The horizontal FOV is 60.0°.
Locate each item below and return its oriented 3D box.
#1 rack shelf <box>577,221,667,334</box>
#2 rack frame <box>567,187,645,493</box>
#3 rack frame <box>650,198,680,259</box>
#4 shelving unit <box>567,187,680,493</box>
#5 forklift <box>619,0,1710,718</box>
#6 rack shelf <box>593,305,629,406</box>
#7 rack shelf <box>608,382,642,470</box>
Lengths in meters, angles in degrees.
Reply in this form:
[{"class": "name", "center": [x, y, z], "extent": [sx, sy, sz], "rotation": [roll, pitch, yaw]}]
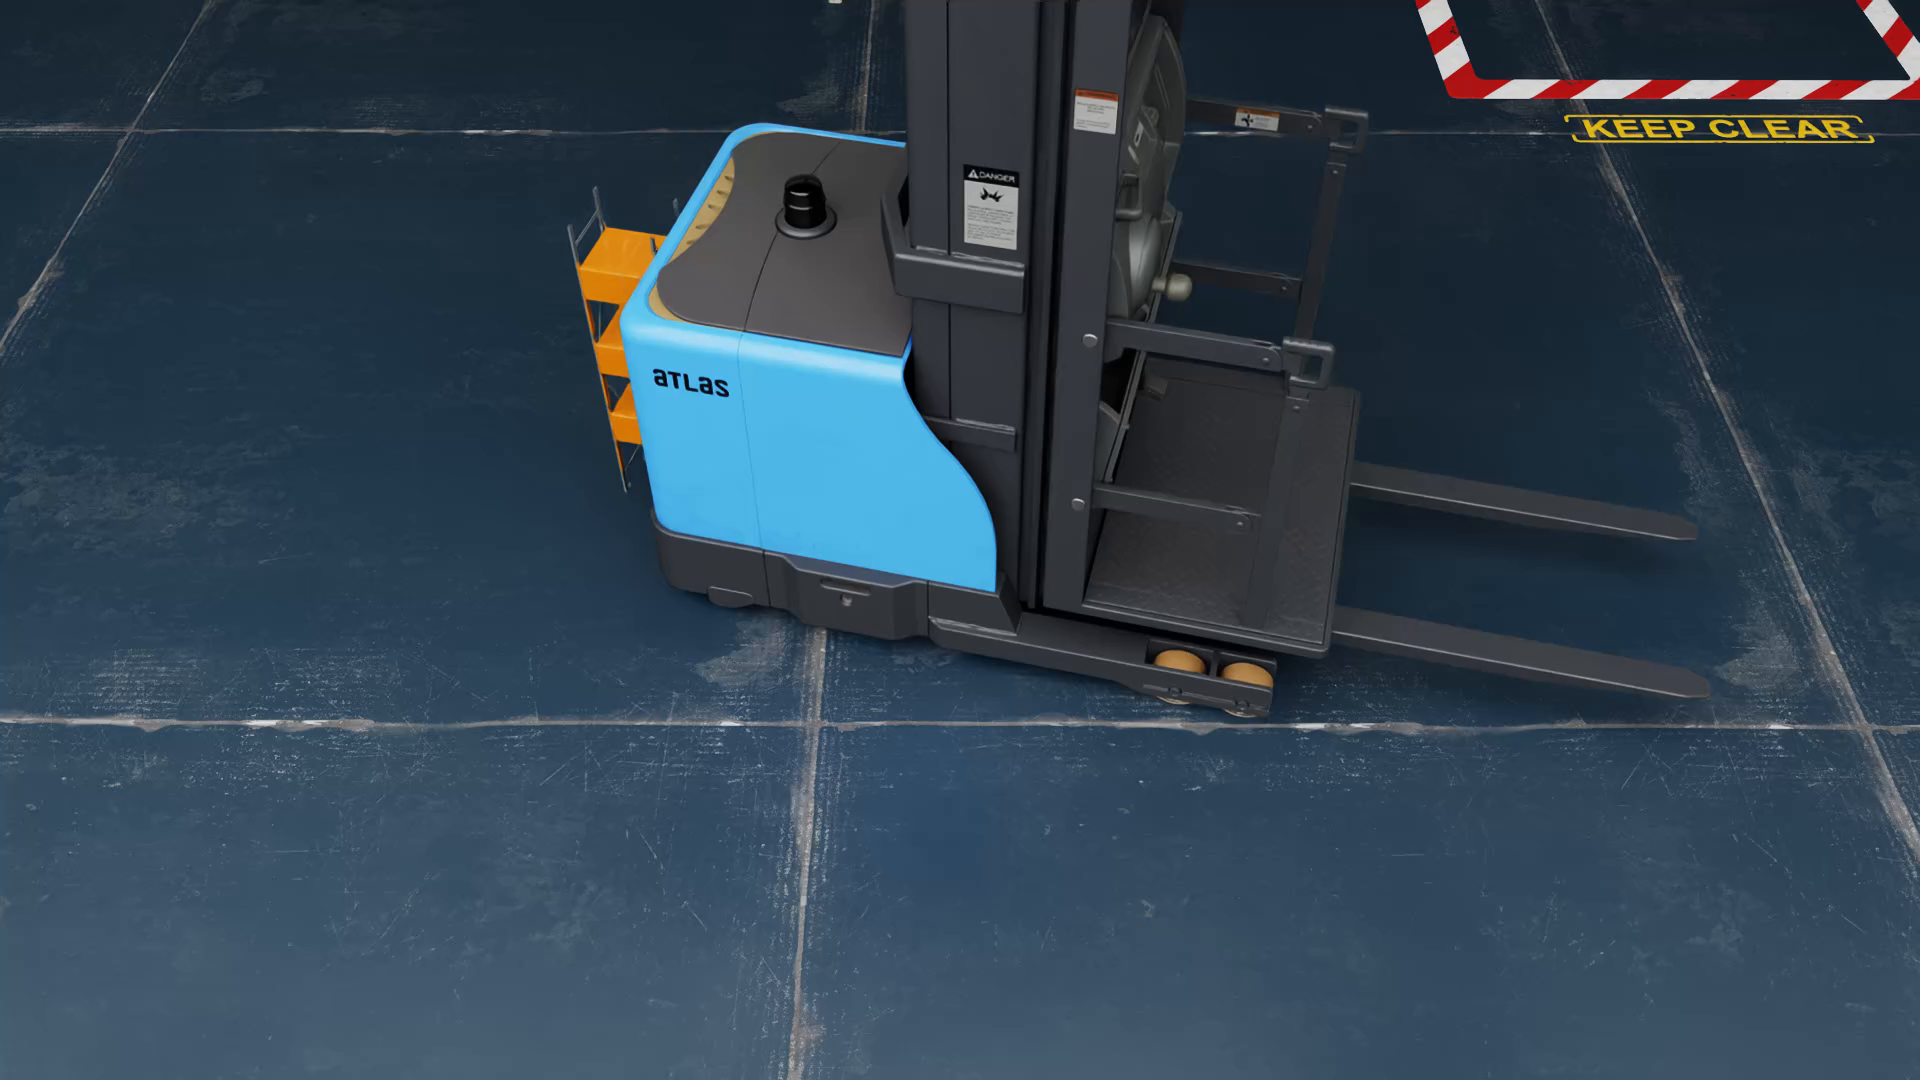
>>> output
[{"class": "rack shelf", "center": [-0.945, -0.747, 4.854], "extent": [0.240, 0.259, 0.215], "rotation": [10, 48, 10]}, {"class": "rack frame", "center": [-1.062, -0.582, 5.074], "extent": [0.008, 1.050, 0.200], "rotation": [10, 48, 10]}, {"class": "rack frame", "center": [-0.826, -0.540, 5.033], "extent": [0.008, 1.050, 0.200], "rotation": [10, 48, 10]}, {"class": "shelving unit", "center": [-0.944, -0.561, 5.054], "extent": [0.252, 1.050, 0.215], "rotation": [10, 48, 10]}, {"class": "forklift", "center": [0.662, -0.922, 4.106], "extent": [3.031, 2.935, 1.130], "rotation": [10, 48, 9]}, {"class": "rack shelf", "center": [-0.944, -0.553, 5.061], "extent": [0.240, 0.259, 0.215], "rotation": [10, 48, 10]}, {"class": "rack shelf", "center": [-0.942, -0.364, 5.265], "extent": [0.240, 0.259, 0.215], "rotation": [10, 48, 10]}]
